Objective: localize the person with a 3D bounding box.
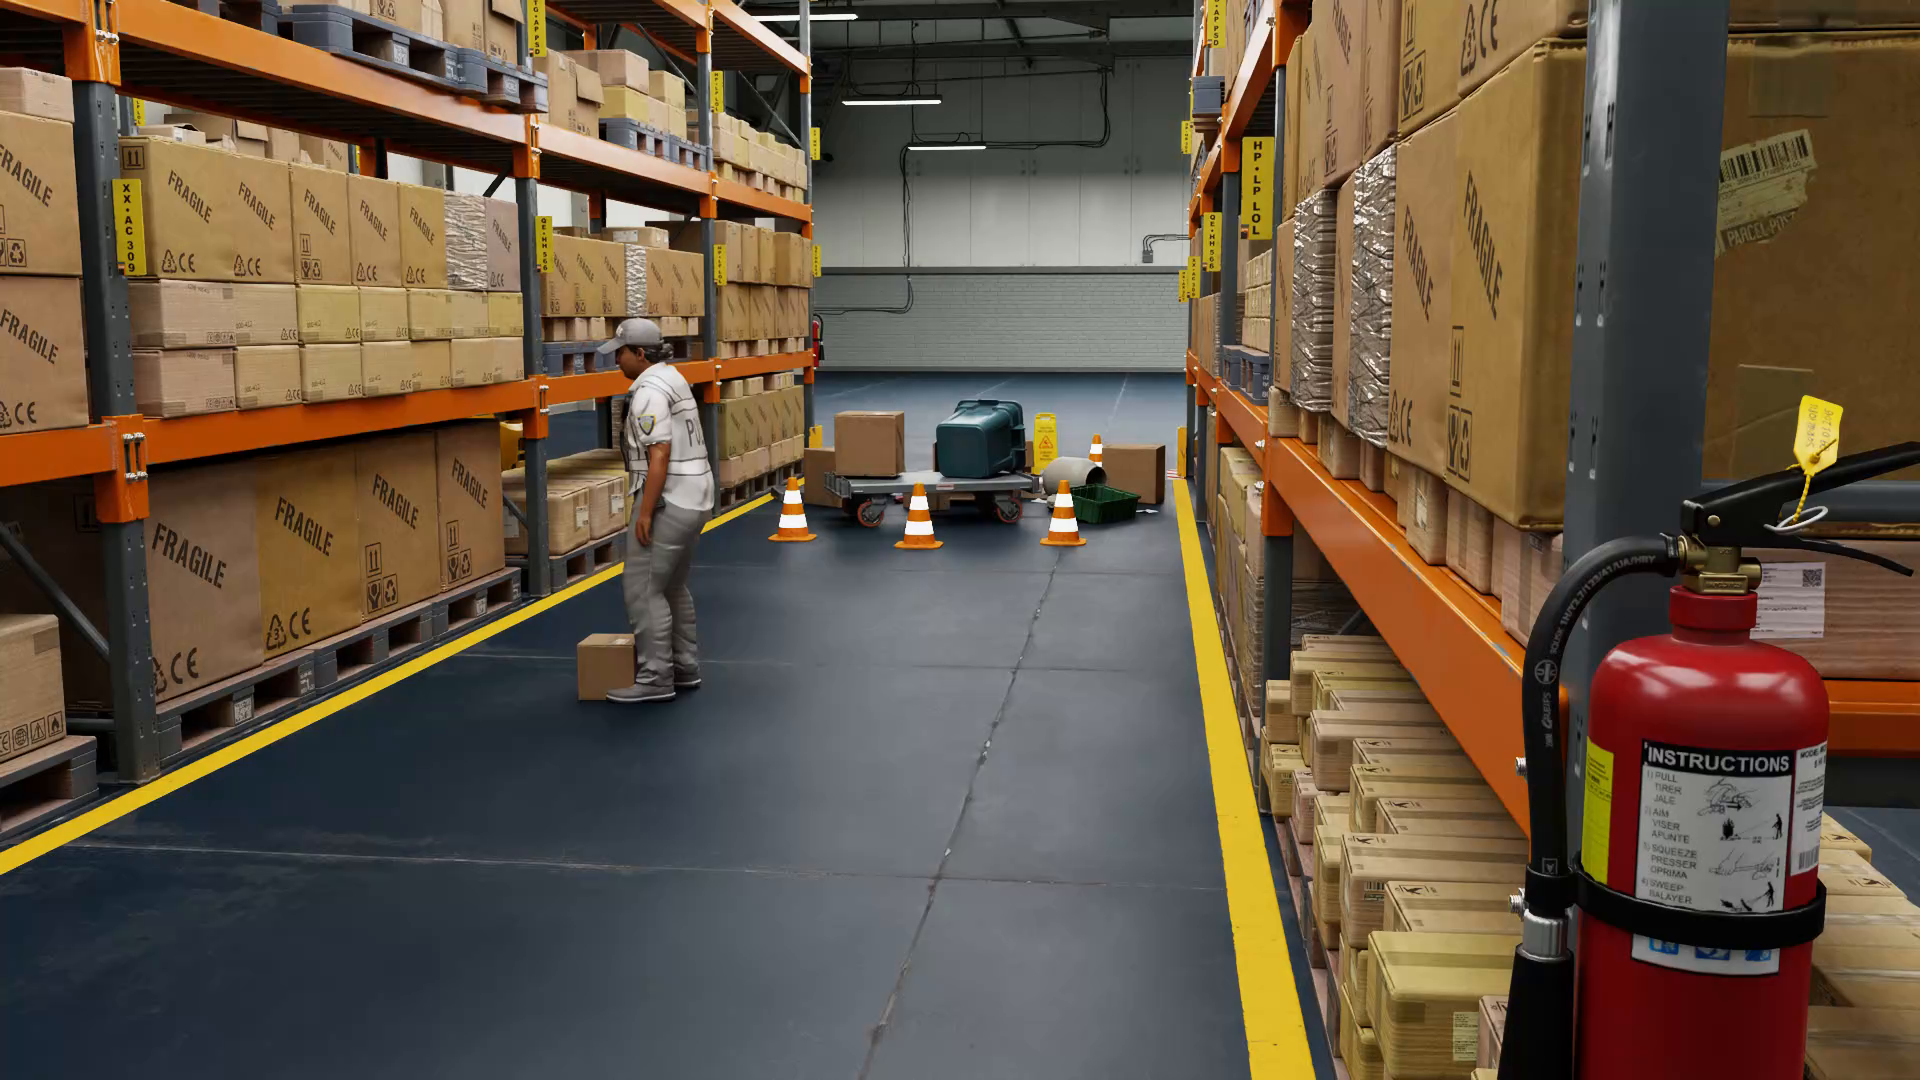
[{"bbox_3d":[-1.321,-0.135,7.277,0.470,1.665,0.561,0,8,3],"label":"person"}]
